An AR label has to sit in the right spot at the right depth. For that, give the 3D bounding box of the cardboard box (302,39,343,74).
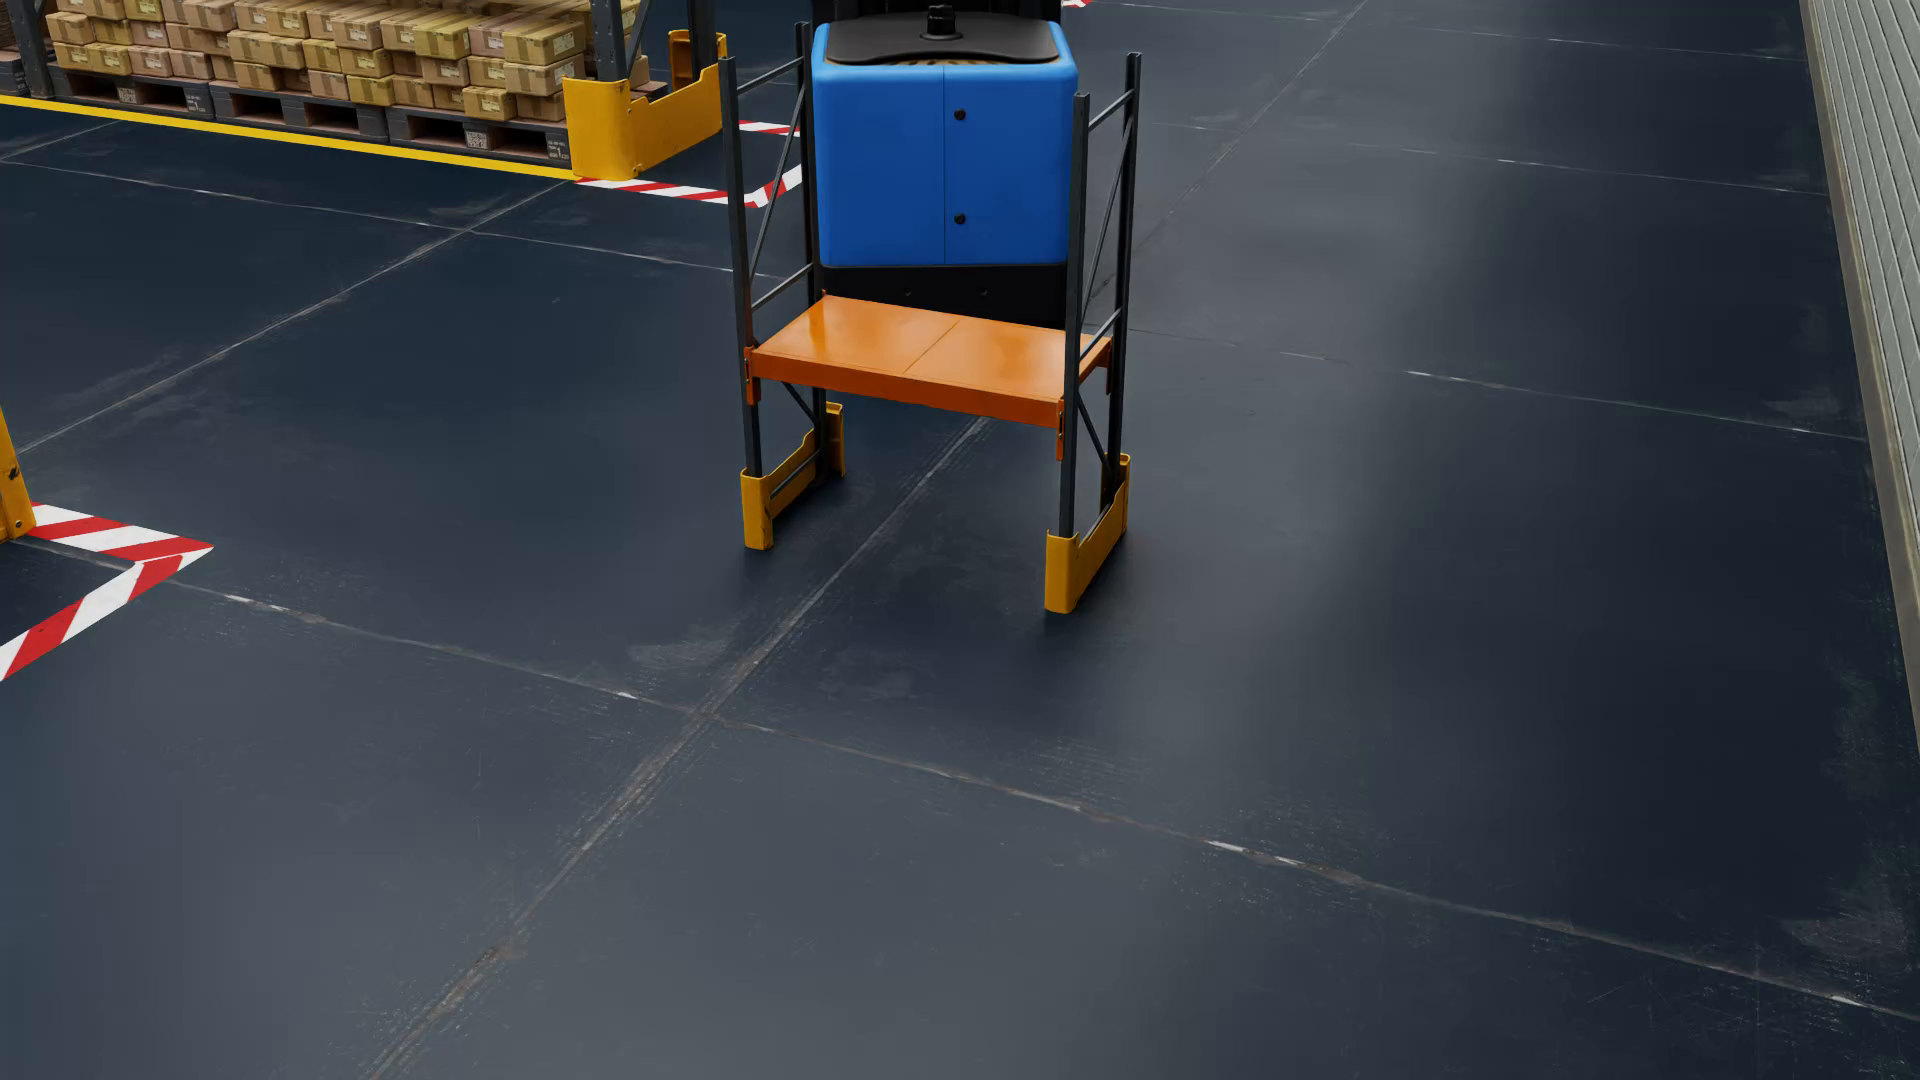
[{"bbox_3d":[-3.369,-2.689,9.127,0.250,0.149,0.380,13,32,22],"label":"cardboard box"}]

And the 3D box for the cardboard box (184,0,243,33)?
[{"bbox_3d":[-4.099,-2.967,9.317,0.250,0.149,0.380,12,32,20],"label":"cardboard box"}]

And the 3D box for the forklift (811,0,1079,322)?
[{"bbox_3d":[-0.112,-2.824,7.267,1.130,2.935,3.031,-1,29,-2],"label":"forklift"}]

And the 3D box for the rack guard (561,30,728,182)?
[{"bbox_3d":[-1.645,-2.335,8.873,0.348,0.500,1.175,11,31,19],"label":"rack guard"}]

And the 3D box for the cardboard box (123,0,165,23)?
[{"bbox_3d":[-4.554,-3.089,9.533,0.250,0.149,0.380,11,31,18],"label":"cardboard box"}]

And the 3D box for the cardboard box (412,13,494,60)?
[{"bbox_3d":[-2.660,-2.655,8.764,0.250,0.149,0.380,11,31,18],"label":"cardboard box"}]

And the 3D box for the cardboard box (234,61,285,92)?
[{"bbox_3d":[-3.847,-2.655,9.370,0.250,0.149,0.380,10,31,18],"label":"cardboard box"}]

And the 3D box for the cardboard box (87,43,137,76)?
[{"bbox_3d":[-4.818,-2.828,9.675,0.250,0.149,0.380,12,32,21],"label":"cardboard box"}]

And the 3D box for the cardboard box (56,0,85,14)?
[{"bbox_3d":[-5.040,-3.192,9.714,0.250,0.149,0.380,13,32,21],"label":"cardboard box"}]

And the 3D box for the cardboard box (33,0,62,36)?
[{"bbox_3d":[-5.866,-3.501,10.510,0.500,0.500,0.500,13,32,21],"label":"cardboard box"}]

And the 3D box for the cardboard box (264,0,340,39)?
[{"bbox_3d":[-3.602,-2.891,9.182,0.250,0.149,0.380,11,31,19],"label":"cardboard box"}]

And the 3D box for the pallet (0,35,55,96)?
[{"bbox_3d":[-6.003,-3.078,10.482,1.213,0.211,1.003,11,31,19],"label":"pallet"}]

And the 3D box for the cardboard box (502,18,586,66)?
[{"bbox_3d":[-2.161,-2.592,8.653,0.250,0.149,0.380,12,32,20],"label":"cardboard box"}]

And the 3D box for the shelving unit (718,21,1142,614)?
[{"bbox_3d":[-0.071,-0.667,4.906,1.083,1.500,0.587,11,31,19],"label":"shelving unit"}]

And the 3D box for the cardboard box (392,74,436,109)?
[{"bbox_3d":[-2.864,-2.482,9.064,0.250,0.149,0.380,12,31,20],"label":"cardboard box"}]

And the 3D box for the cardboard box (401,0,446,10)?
[{"bbox_3d":[-2.933,-3.026,9.422,0.250,0.149,0.380,13,32,21],"label":"cardboard box"}]

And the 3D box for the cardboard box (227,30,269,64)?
[{"bbox_3d":[-3.853,-2.784,9.296,0.250,0.149,0.380,11,31,19],"label":"cardboard box"}]

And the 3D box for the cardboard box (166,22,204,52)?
[{"bbox_3d":[-4.309,-2.921,9.538,0.250,0.149,0.380,10,31,17],"label":"cardboard box"}]

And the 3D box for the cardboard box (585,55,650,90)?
[{"bbox_3d":[-1.940,-2.594,9.261,0.250,0.149,0.380,12,32,20],"label":"cardboard box"}]

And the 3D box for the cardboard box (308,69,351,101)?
[{"bbox_3d":[-3.369,-2.561,9.202,0.250,0.149,0.380,12,32,20],"label":"cardboard box"}]

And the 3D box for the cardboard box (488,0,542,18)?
[{"bbox_3d":[-2.419,-2.963,9.309,0.250,0.149,0.380,11,31,19],"label":"cardboard box"}]

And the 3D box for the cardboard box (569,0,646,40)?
[{"bbox_3d":[-1.933,-2.862,9.130,0.250,0.149,0.380,10,31,17],"label":"cardboard box"}]

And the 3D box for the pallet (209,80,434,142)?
[{"bbox_3d":[-3.511,-2.602,9.639,1.213,0.211,1.003,11,31,19],"label":"pallet"}]

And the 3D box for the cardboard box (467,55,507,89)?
[{"bbox_3d":[-2.393,-2.521,8.829,0.250,0.149,0.380,11,31,18],"label":"cardboard box"}]

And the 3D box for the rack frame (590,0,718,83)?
[{"bbox_3d":[-1.575,-3.409,8.233,0.127,3.000,1.000,11,31,19],"label":"rack frame"}]

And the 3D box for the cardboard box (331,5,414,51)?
[{"bbox_3d":[-3.146,-2.756,8.943,0.250,0.149,0.380,12,32,21],"label":"cardboard box"}]

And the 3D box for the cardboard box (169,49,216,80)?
[{"bbox_3d":[-4.314,-2.781,9.593,0.250,0.149,0.380,11,31,18],"label":"cardboard box"}]

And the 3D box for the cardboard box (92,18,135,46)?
[{"bbox_3d":[-4.798,-3.001,9.680,0.250,0.149,0.380,12,31,19],"label":"cardboard box"}]

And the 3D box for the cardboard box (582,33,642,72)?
[{"bbox_3d":[-1.964,-2.694,9.136,0.250,0.149,0.380,13,32,21],"label":"cardboard box"}]

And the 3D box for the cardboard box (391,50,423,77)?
[{"bbox_3d":[-2.864,-2.640,9.040,0.250,0.149,0.380,11,31,19],"label":"cardboard box"}]

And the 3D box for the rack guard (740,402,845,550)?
[{"bbox_3d":[-0.532,-0.215,5.376,0.087,0.250,0.587,11,31,19],"label":"rack guard"}]

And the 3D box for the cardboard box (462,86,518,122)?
[{"bbox_3d":[-2.418,-2.354,8.838,0.250,0.149,0.380,12,32,21],"label":"cardboard box"}]

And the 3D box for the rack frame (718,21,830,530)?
[{"bbox_3d":[-0.550,-0.763,5.075,0.032,1.500,0.500,11,31,19],"label":"rack frame"}]
